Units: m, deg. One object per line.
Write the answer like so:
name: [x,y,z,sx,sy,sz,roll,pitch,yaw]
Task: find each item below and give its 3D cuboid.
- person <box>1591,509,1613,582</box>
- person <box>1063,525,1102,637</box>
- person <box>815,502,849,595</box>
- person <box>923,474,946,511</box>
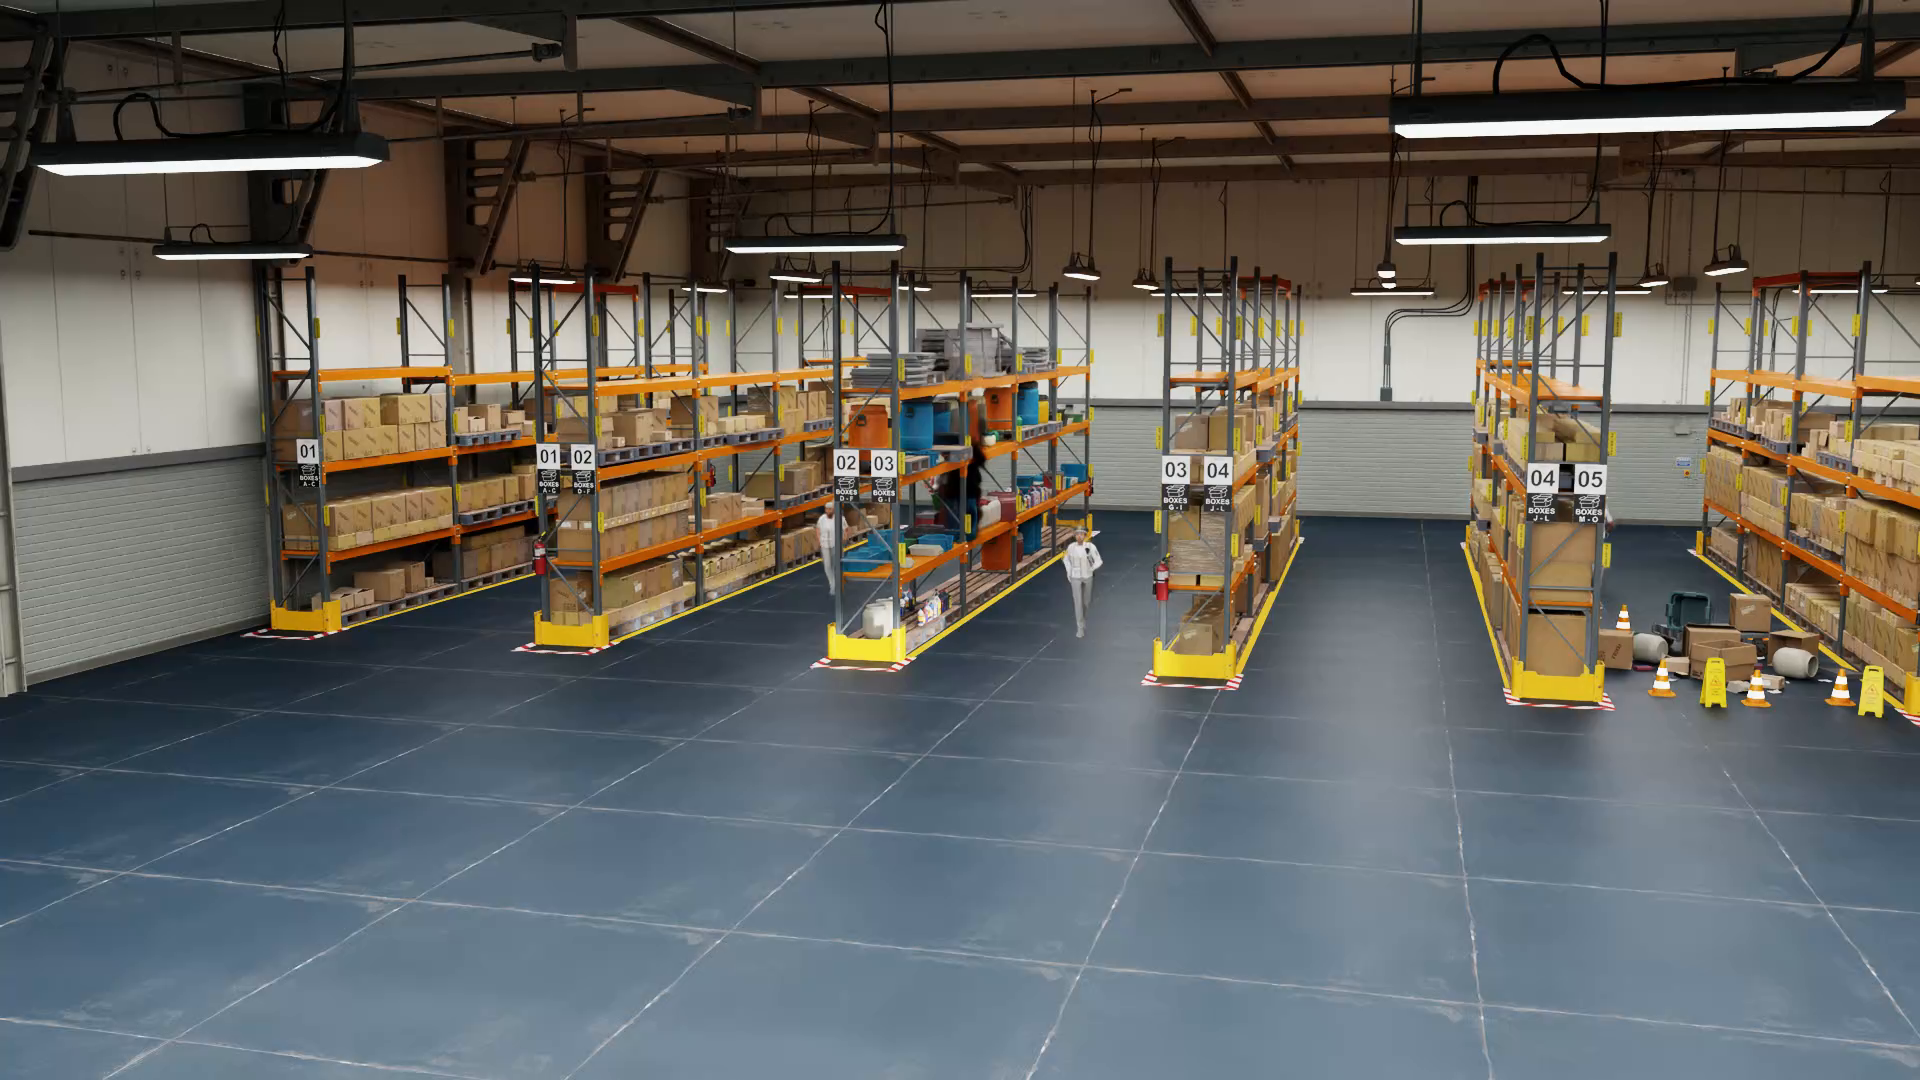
person: [12.532,-0.032,32.899,0.683,1.745,0.723,2,7,12]
person: [1.900,0.618,25.834,0.611,1.708,0.684,1,7,7]
person: [-2.302,0.130,29.864,0.627,1.647,0.576,1,7,10]
person: [-0.622,-1.160,41.990,0.744,1.813,0.627,-4,8,-30]
